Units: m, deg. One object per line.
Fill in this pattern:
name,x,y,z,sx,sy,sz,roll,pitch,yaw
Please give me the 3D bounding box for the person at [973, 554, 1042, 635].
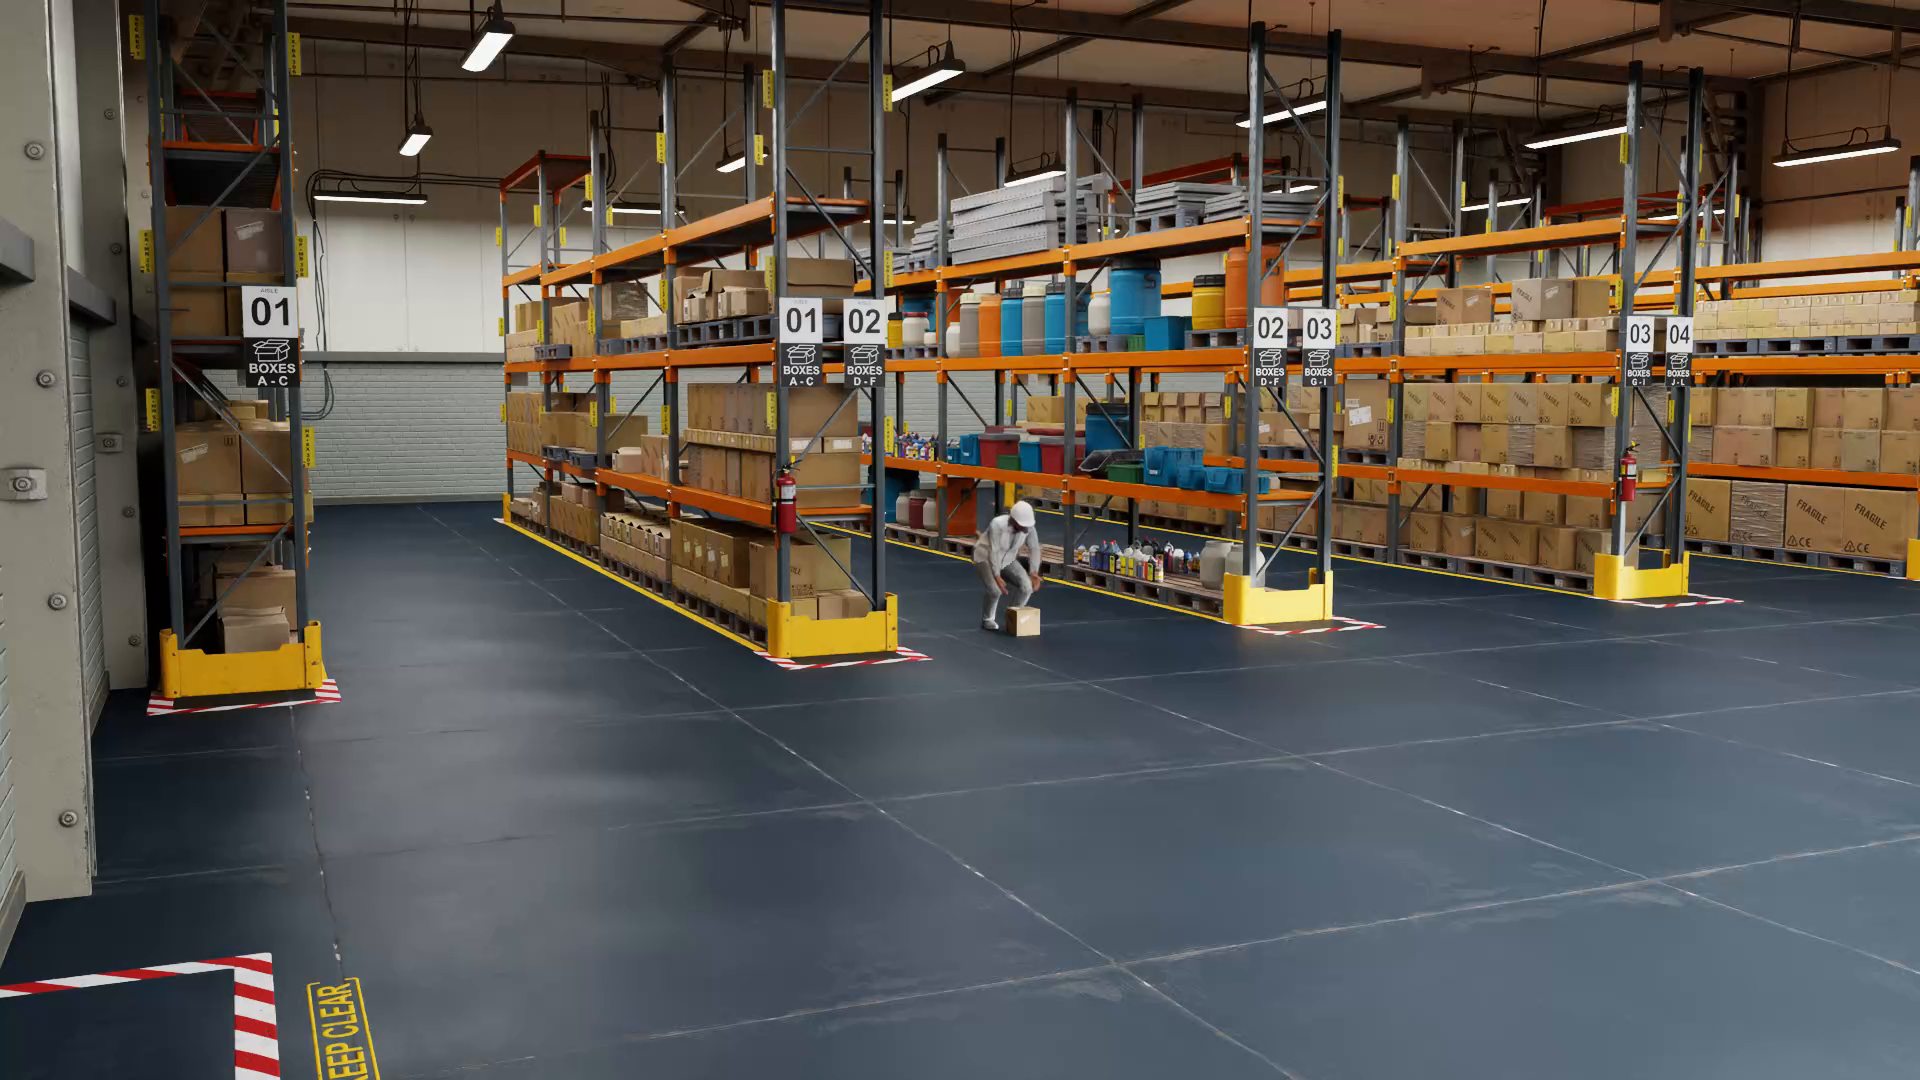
person,0.501,0.531,16.514,0.509,0.802,0.979,-2,6,-25
